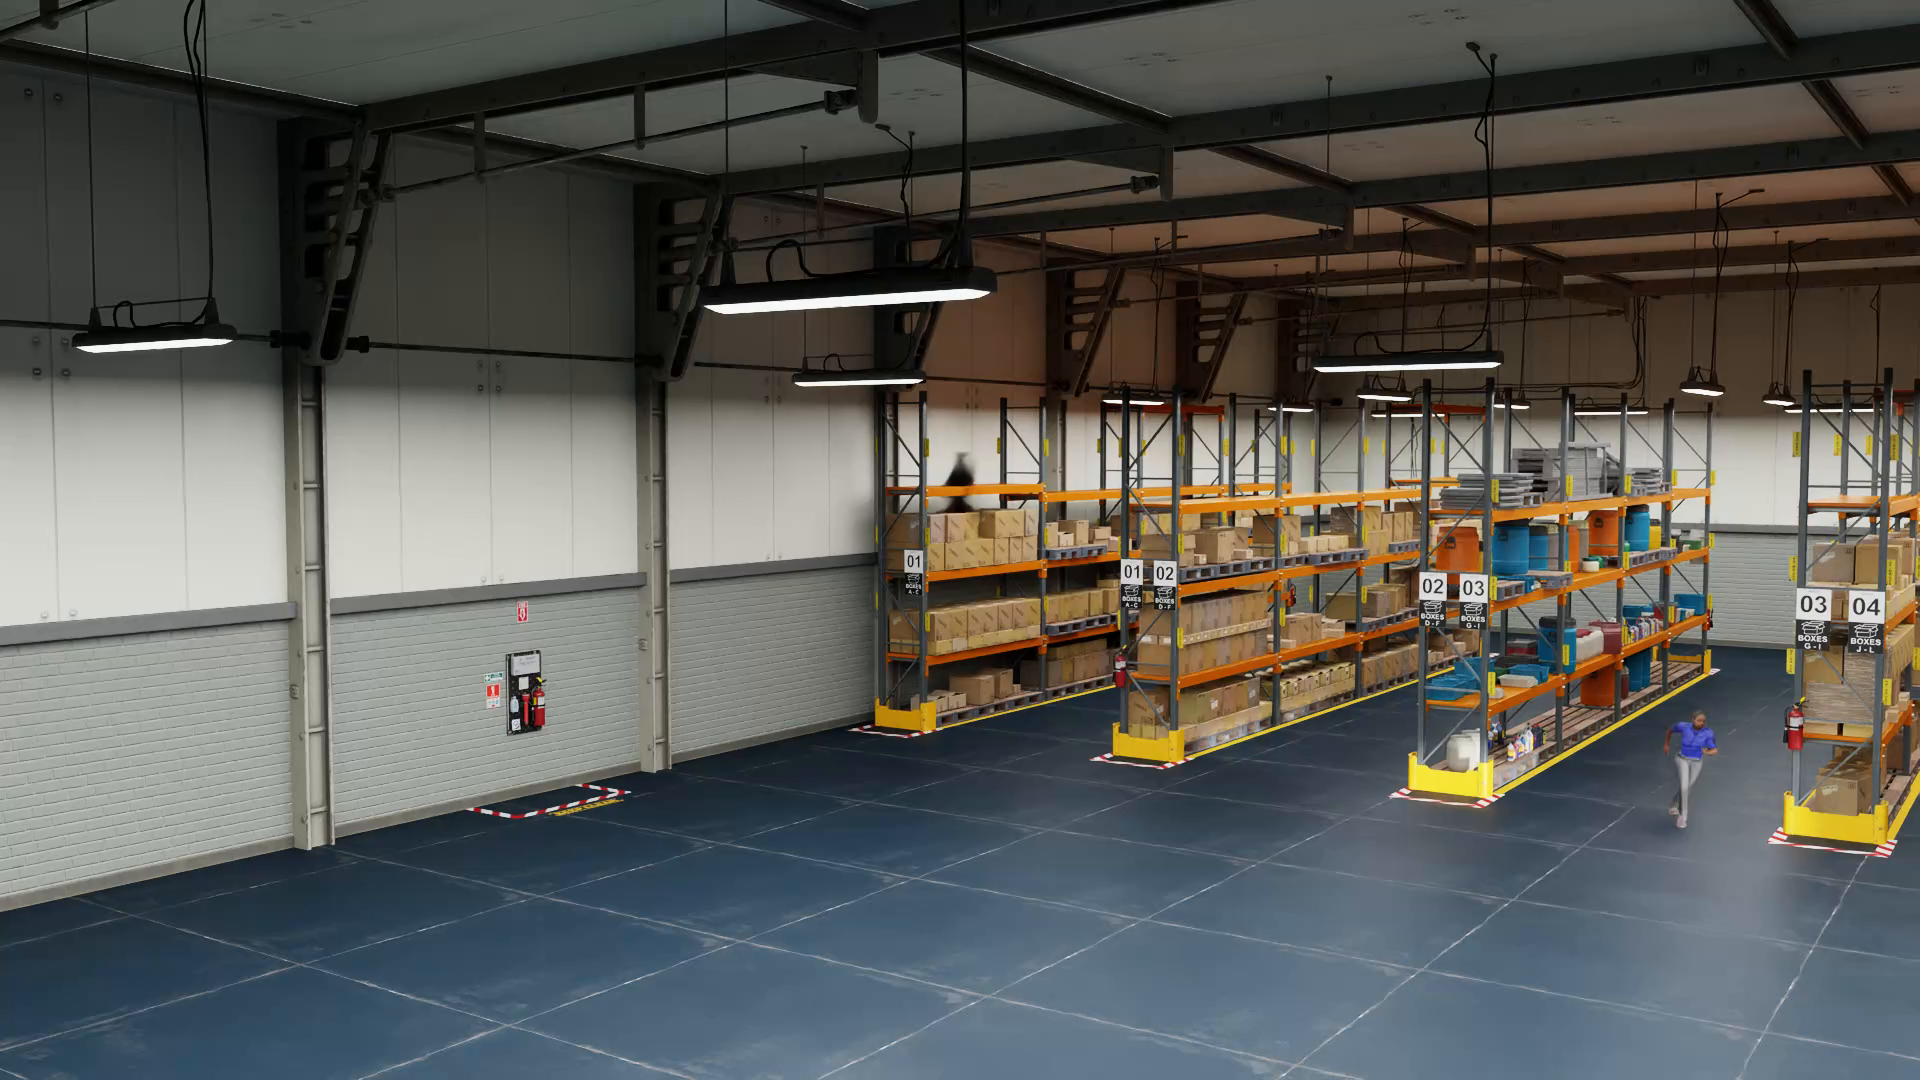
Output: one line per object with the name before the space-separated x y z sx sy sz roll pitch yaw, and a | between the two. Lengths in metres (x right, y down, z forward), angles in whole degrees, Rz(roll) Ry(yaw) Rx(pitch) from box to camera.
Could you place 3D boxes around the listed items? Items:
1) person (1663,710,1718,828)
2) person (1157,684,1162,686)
person | 9.693 2.993 22.063 0.564 1.536 0.978 0 3 8
person | 3.929 2.396 31.135 0.671 1.788 0.726 2 4 27
